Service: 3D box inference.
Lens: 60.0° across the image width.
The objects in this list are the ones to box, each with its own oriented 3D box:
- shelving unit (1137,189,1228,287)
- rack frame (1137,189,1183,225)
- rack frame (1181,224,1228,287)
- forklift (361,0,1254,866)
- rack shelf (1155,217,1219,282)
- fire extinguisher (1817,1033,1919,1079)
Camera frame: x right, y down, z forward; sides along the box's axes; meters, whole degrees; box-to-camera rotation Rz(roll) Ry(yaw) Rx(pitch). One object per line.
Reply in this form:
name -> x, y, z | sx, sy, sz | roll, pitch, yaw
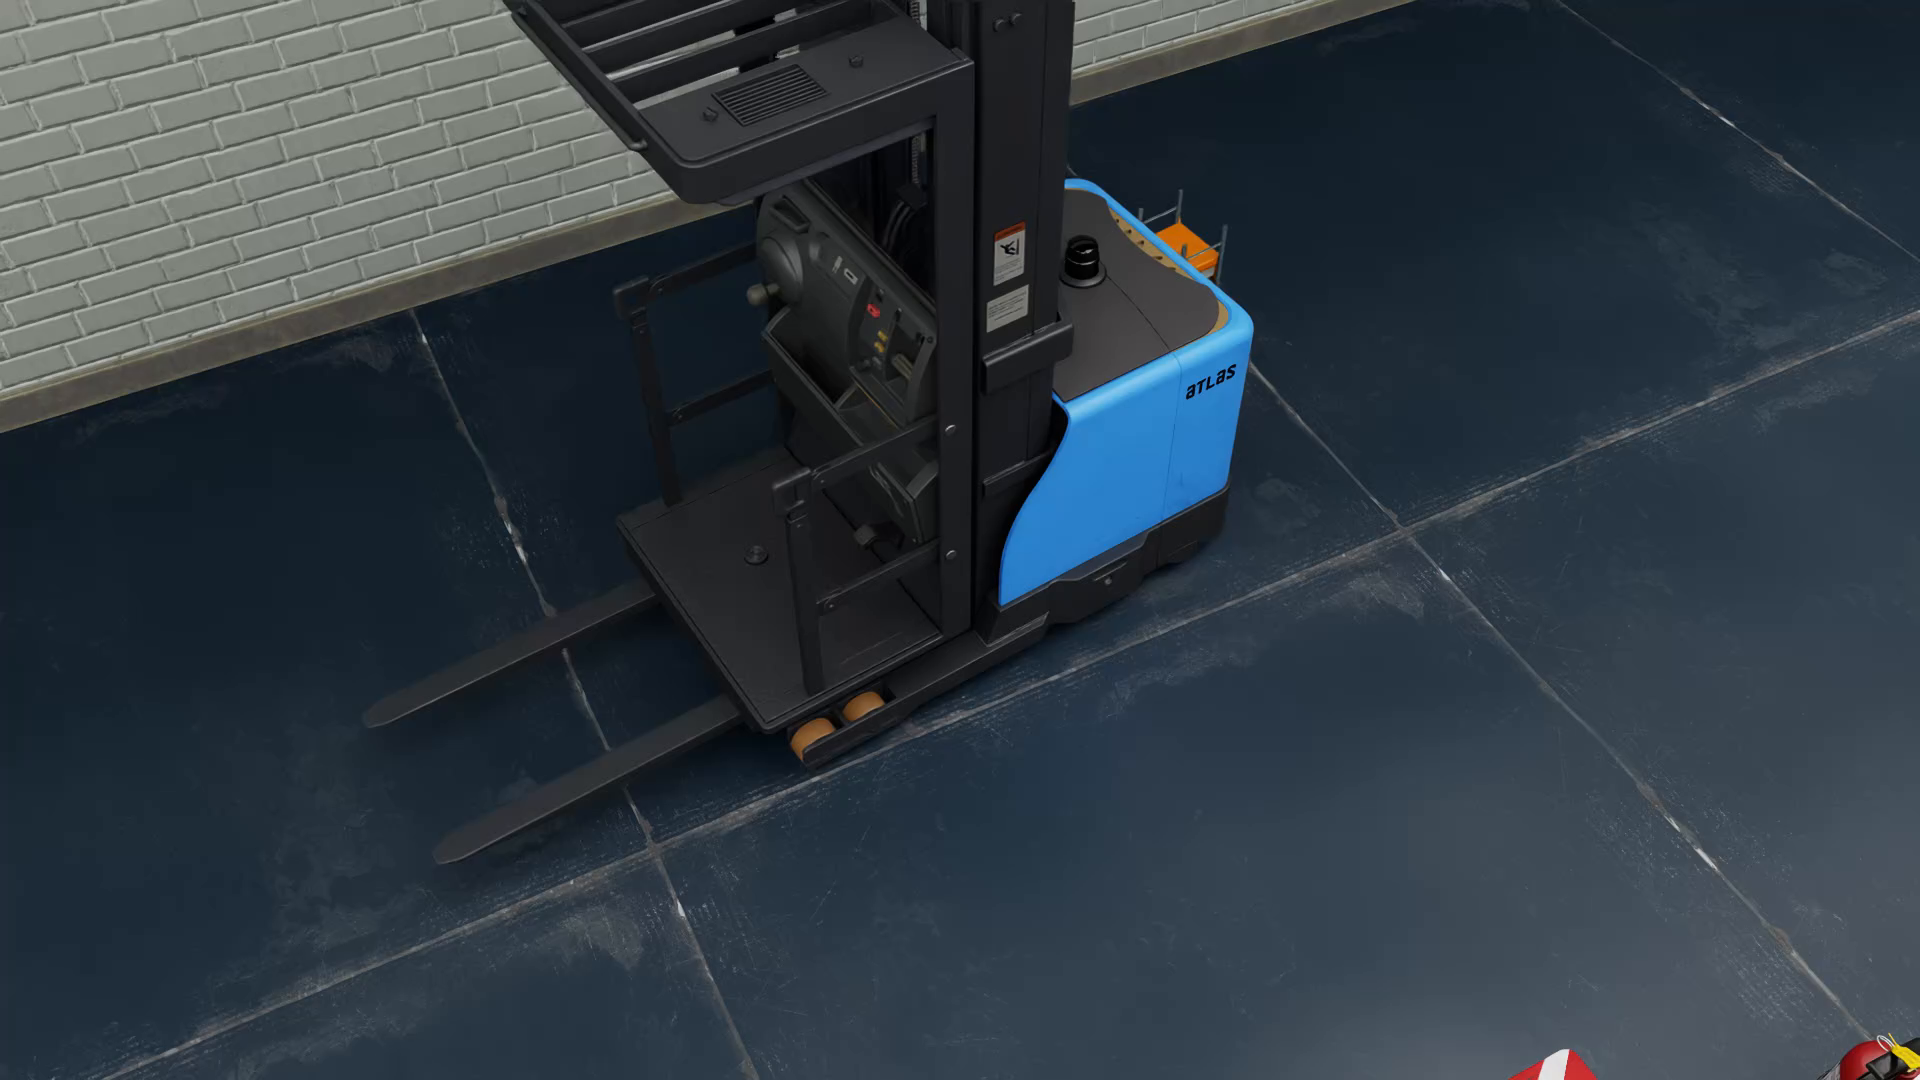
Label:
shelving unit -> 0.784, -0.790, 6.244 | 0.215, 1.050, 0.252 | -27, 54, -22
rack frame -> 0.714, -0.866, 6.310 | 0.200, 1.050, 0.008 | -27, 54, -22
rack frame -> 0.853, -0.715, 6.178 | 0.200, 1.050, 0.008 | -27, 54, -22
forklift -> -0.522, -0.666, 4.885 | 3.031, 2.935, 1.130 | -27, 54, -21
rack shelf -> 0.784, -0.970, 6.038 | 0.215, 0.259, 0.240 | -27, 54, -22
fire extinguisher -> 1.917, 1.187, 3.518 | 0.296, 0.674, 0.183 | -21, 52, -18
